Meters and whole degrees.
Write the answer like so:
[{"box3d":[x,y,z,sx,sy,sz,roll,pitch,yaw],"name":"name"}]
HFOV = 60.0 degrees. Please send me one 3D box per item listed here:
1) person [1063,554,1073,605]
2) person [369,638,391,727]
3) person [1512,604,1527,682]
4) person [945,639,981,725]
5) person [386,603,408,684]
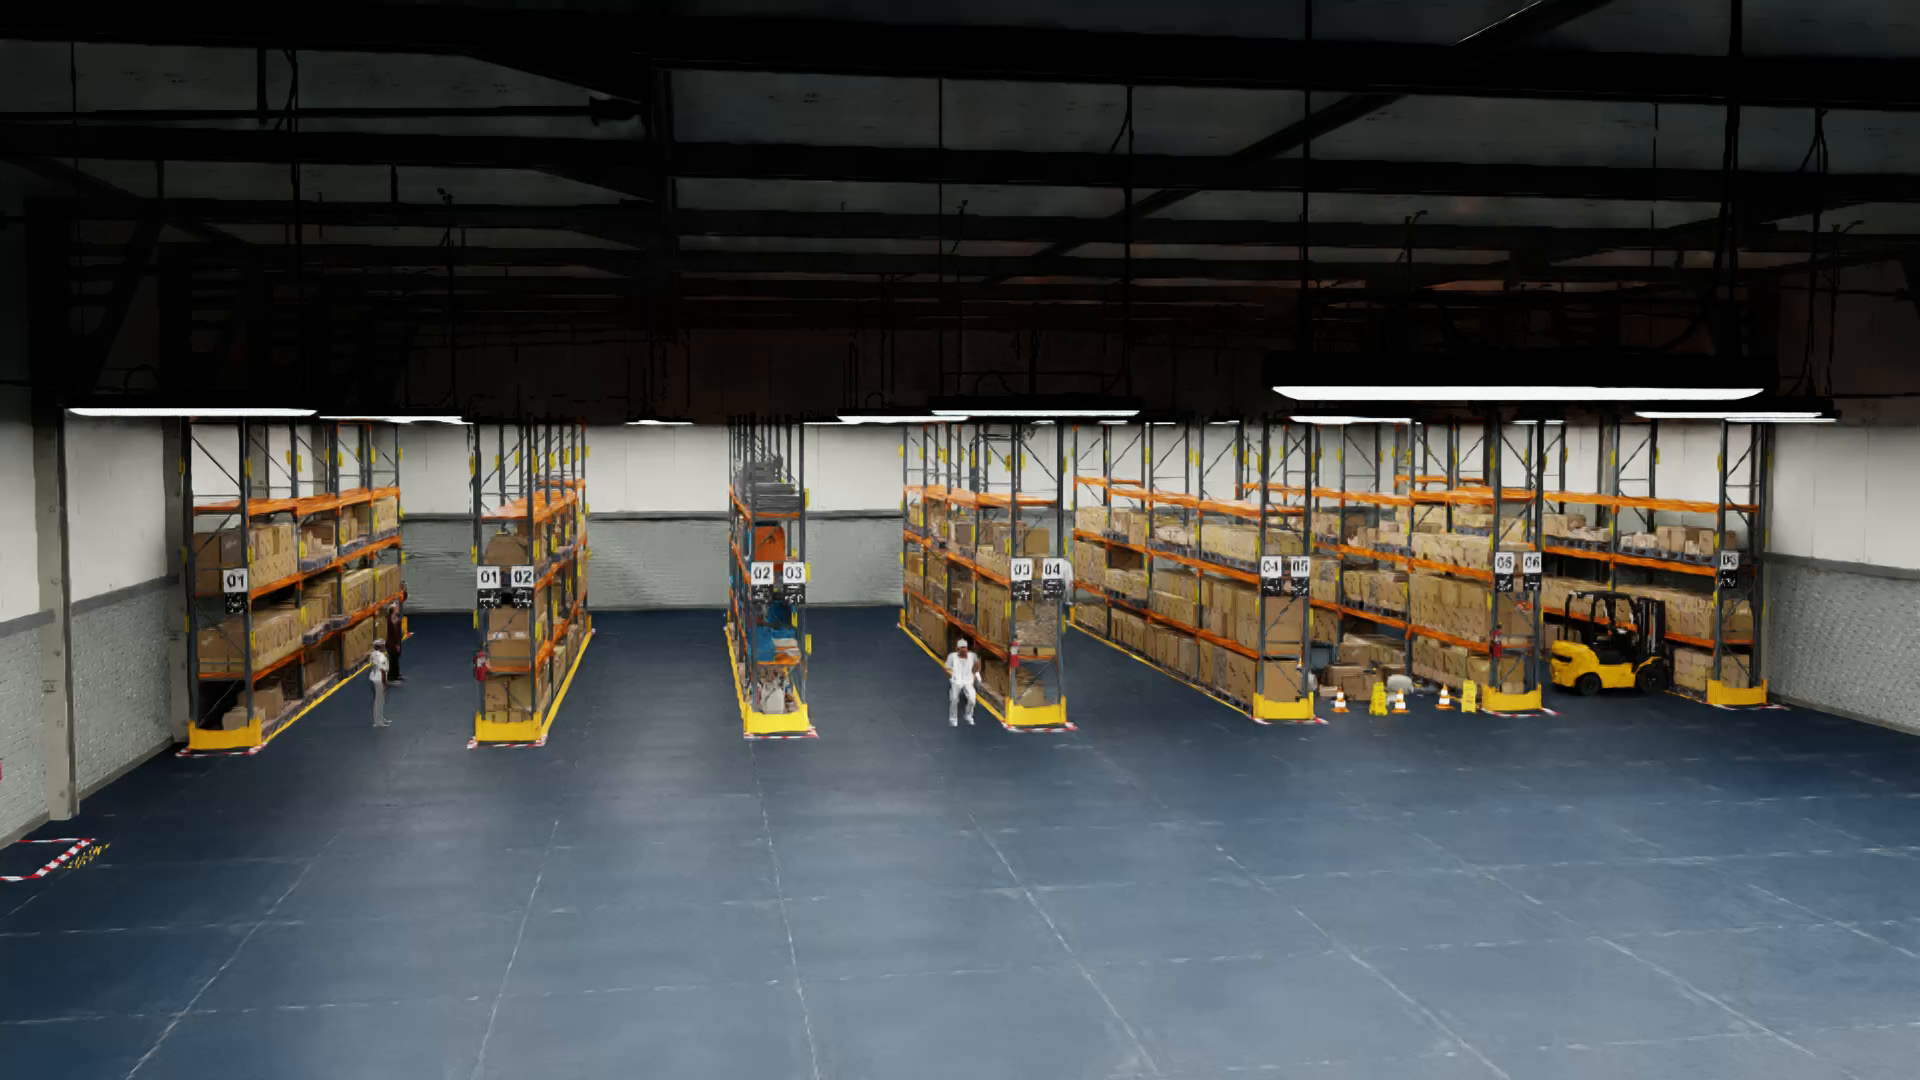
[{"box3d":[3.266,1.279,52.774,0.635,1.722,1.045,1,4,11],"name":"person"},{"box3d":[-11.068,2.714,31.783,0.422,1.677,0.502,-3,5,-40],"name":"person"},{"box3d":[12.526,2.307,37.406,0.493,1.725,0.578,1,4,20],"name":"person"},{"box3d":[0.056,2.723,31.702,0.704,1.707,0.791,0,4,-3],"name":"person"},{"box3d":[-12.553,2.293,37.038,0.525,1.785,0.646,-2,4,-29],"name":"person"}]
